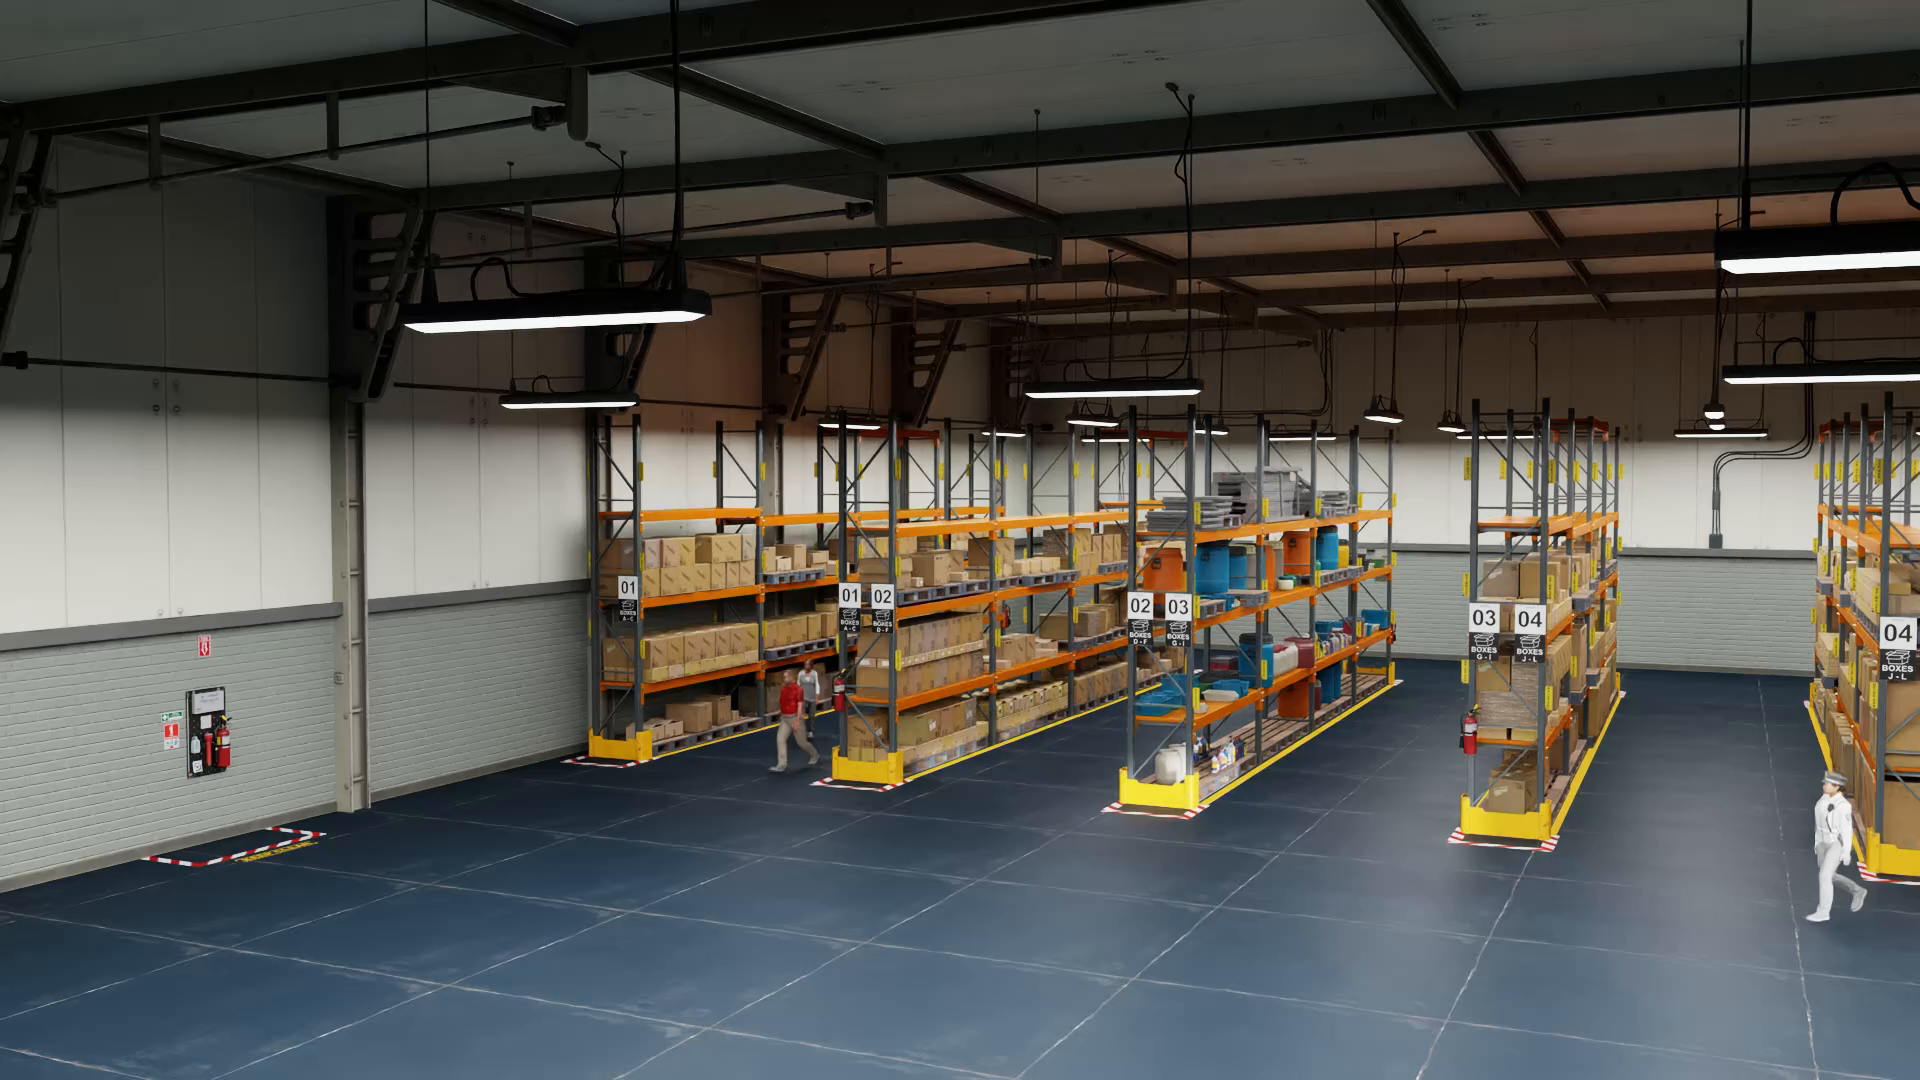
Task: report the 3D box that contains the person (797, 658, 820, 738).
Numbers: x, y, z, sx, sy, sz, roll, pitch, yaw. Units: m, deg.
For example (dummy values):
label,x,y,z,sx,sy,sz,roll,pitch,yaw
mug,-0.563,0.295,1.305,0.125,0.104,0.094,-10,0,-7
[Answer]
label,x,y,z,sx,sy,sz,roll,pitch,yaw
person,-2.831,2.955,30.743,0.463,1.516,0.999,-1,2,-13

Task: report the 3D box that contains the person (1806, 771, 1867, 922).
label,x,y,z,sx,sy,sz,roll,pitch,yaw
person,9.785,3.393,18.560,0.818,1.652,0.514,0,2,-9

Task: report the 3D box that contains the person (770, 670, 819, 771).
label,x,y,z,sx,sy,sz,roll,pitch,yaw
person,-2.785,3.018,27.899,0.548,1.672,1.028,2,3,41
